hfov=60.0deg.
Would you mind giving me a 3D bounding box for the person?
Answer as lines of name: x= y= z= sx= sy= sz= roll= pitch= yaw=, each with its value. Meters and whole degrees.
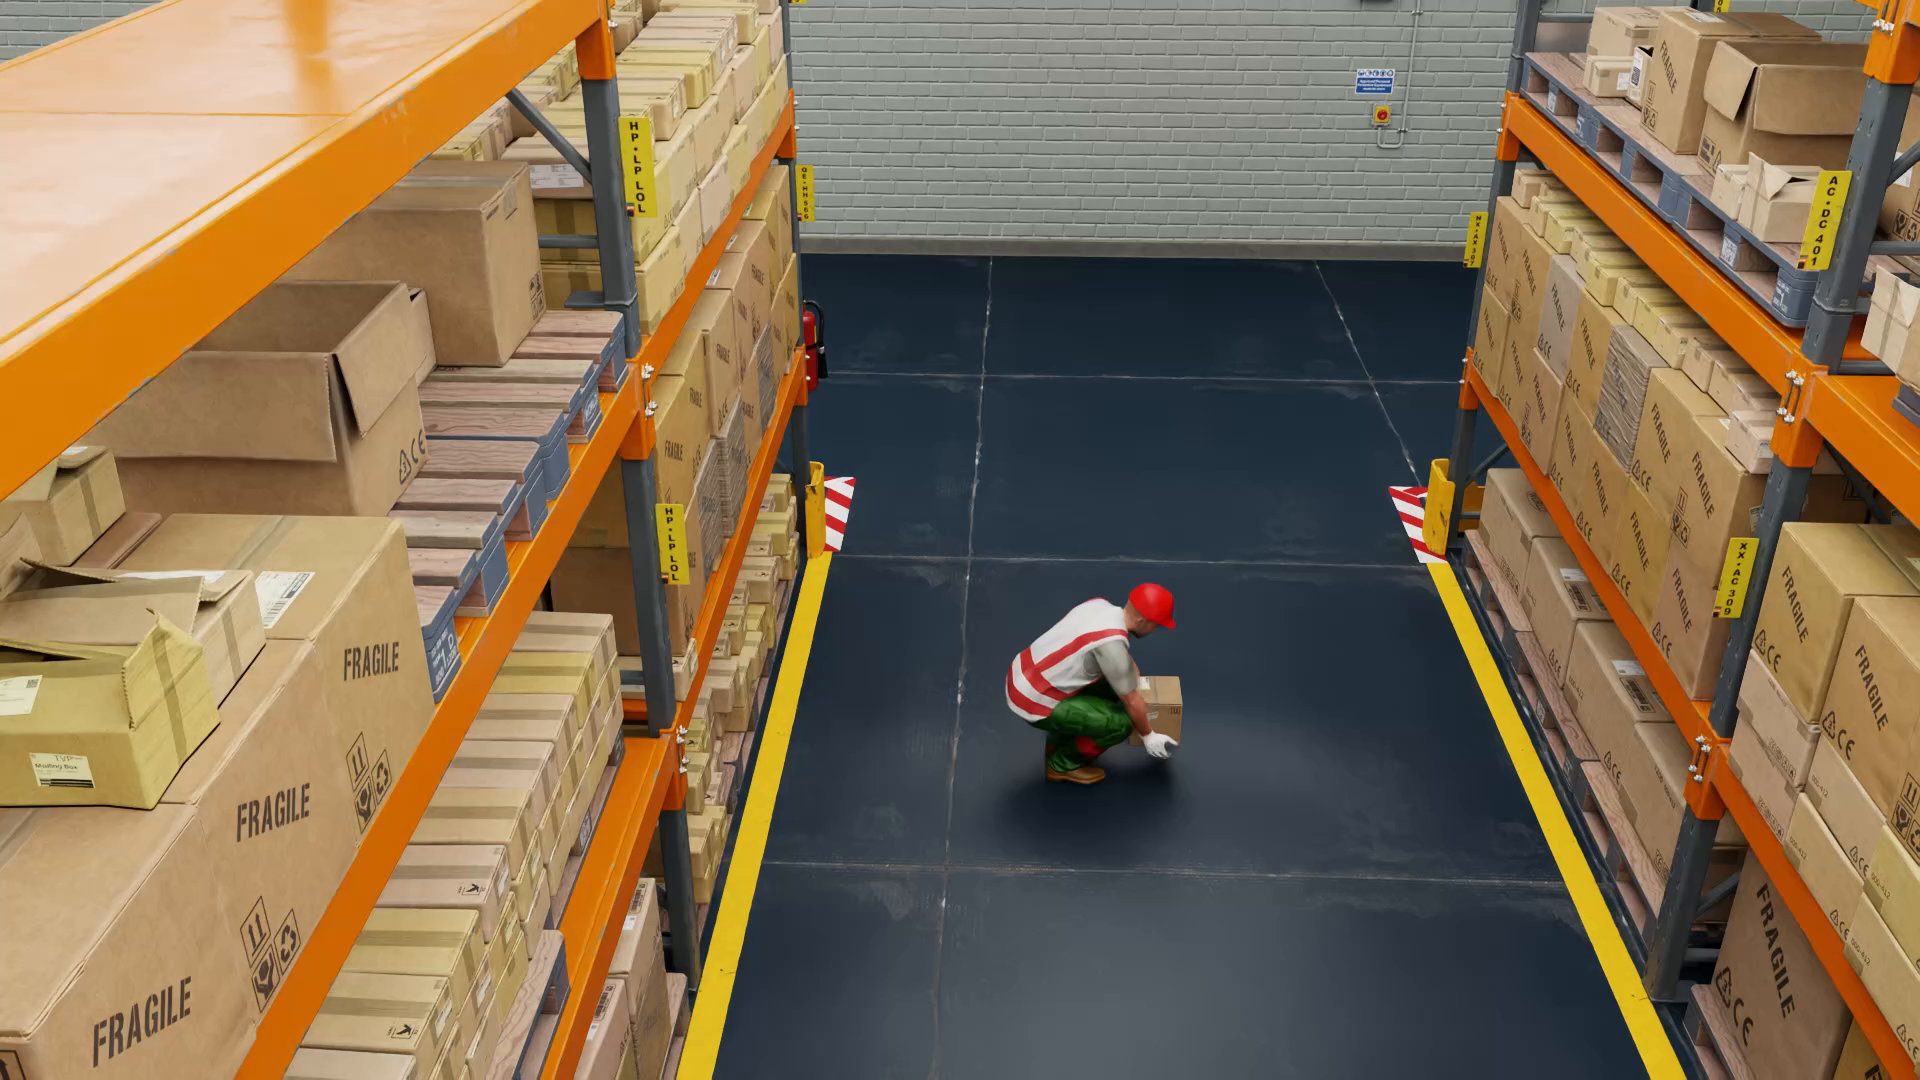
person: x=0.648 y=0.681 z=8.145 sx=0.852 sy=1.012 sz=0.548 roll=1 pitch=28 yaw=1
